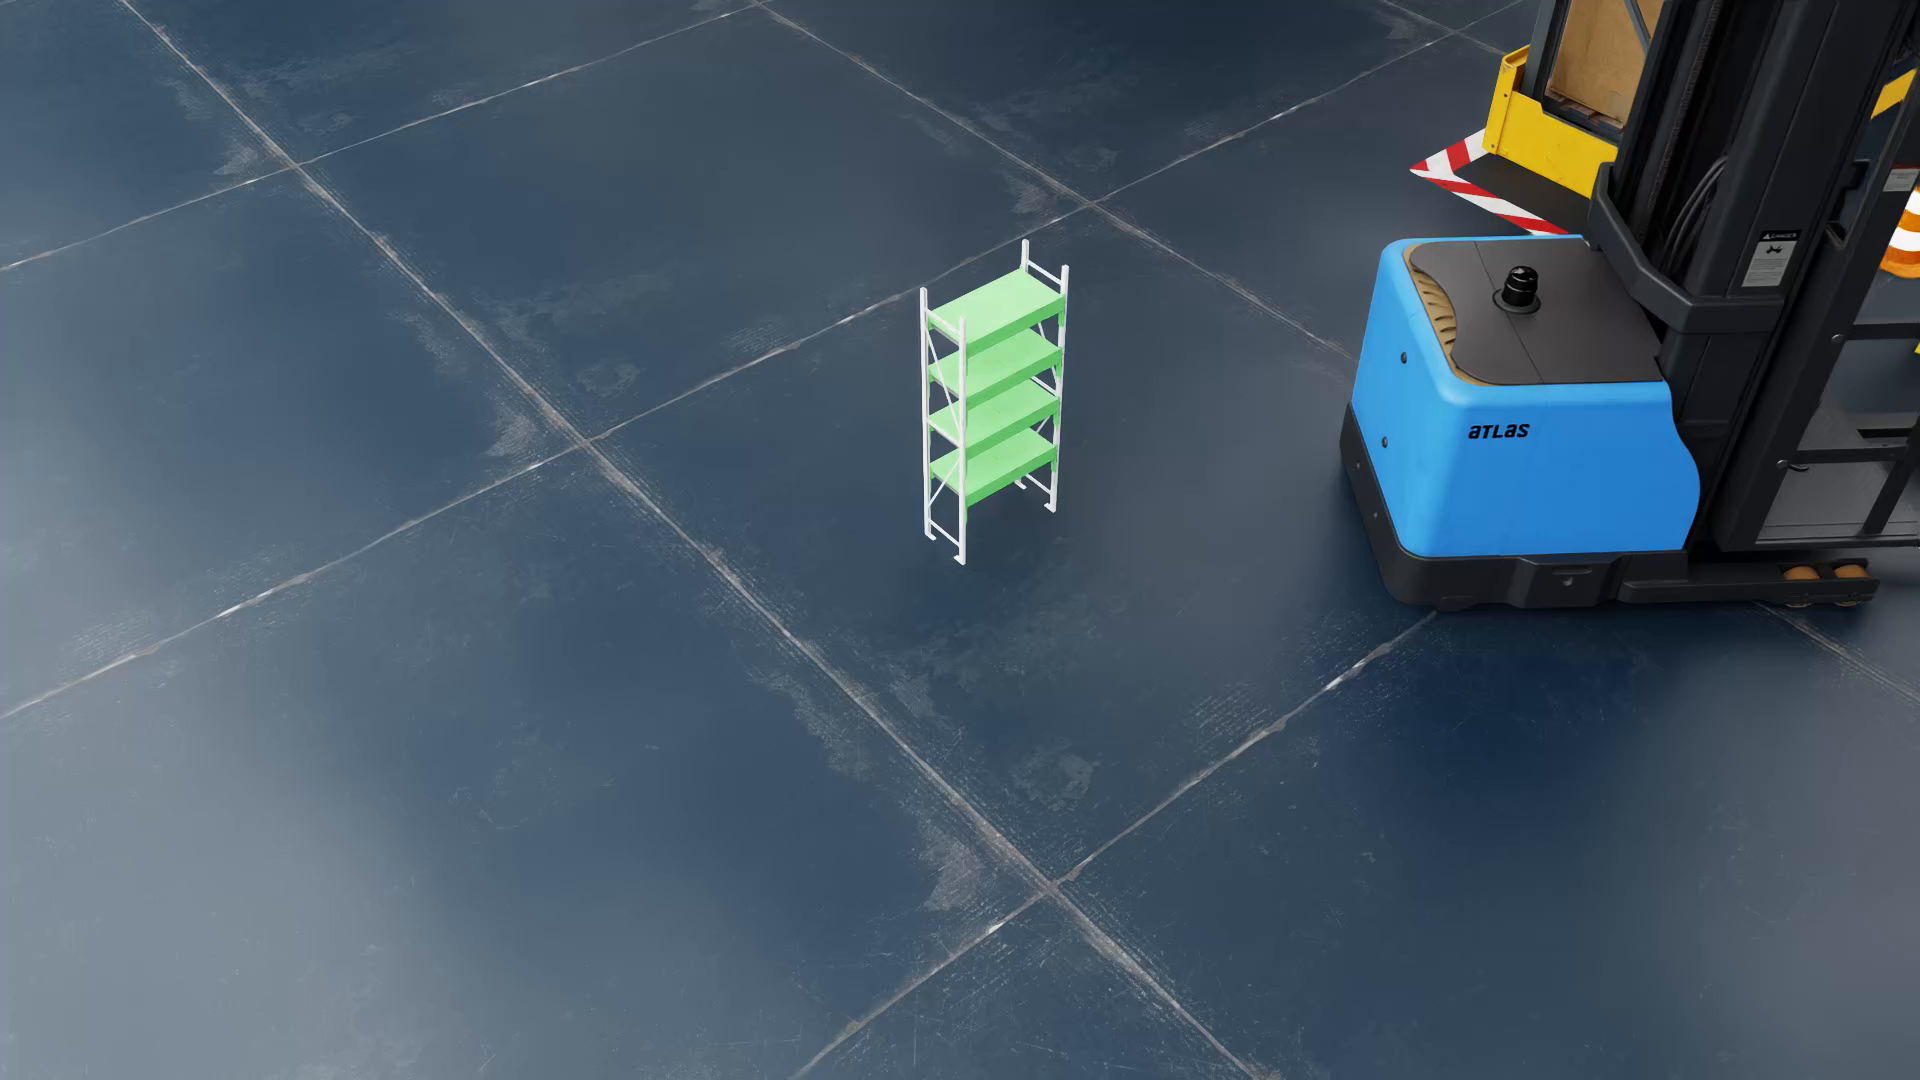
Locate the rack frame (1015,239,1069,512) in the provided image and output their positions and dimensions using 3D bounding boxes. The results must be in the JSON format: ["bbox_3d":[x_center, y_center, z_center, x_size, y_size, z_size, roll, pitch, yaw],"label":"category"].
[{"bbox_3d":[0.314,-0.617,6.531,0.015,1.200,0.240,-30,51,-28],"label":"rack frame"}]

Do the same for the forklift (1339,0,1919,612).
[{"bbox_3d":[3.144,-1.168,5.853,3.031,2.935,1.130,-2,43,-2],"label":"forklift"}]

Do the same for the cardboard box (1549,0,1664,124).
[{"bbox_3d":[3.809,-2.725,8.706,0.875,0.875,0.875,-29,51,-28],"label":"cardboard box"}]

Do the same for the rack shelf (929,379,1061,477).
[{"bbox_3d":[0.127,-0.463,6.460,0.480,0.148,0.258,-30,51,-28],"label":"rack shelf"}]

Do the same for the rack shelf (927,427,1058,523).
[{"bbox_3d":[0.127,-0.289,6.625,0.480,0.148,0.258,-30,51,-28],"label":"rack shelf"}]

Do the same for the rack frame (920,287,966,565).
[{"bbox_3d":[-0.060,-0.403,6.303,0.015,1.200,0.240,-30,51,-28],"label":"rack frame"}]

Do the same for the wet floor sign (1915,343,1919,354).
[{"bbox_3d":[4.580,-1.103,7.453,0.267,0.644,0.232,30,51,28],"label":"wet floor sign"}]

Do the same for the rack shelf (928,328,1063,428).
[{"bbox_3d":[0.127,-0.638,6.296,0.480,0.148,0.258,-30,51,-28],"label":"rack shelf"}]

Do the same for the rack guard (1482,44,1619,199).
[{"bbox_3d":[3.313,-2.092,8.612,0.348,0.500,1.175,-30,51,-28],"label":"rack guard"}]

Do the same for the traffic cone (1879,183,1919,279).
[{"bbox_3d":[4.650,-1.577,8.091,0.334,0.463,0.336,-30,51,-28],"label":"traffic cone"}]

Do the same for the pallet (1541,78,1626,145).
[{"bbox_3d":[3.895,-2.389,9.140,1.213,0.211,1.003,-30,51,-28],"label":"pallet"}]

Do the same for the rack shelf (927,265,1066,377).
[{"bbox_3d":[0.127,-0.813,6.132,0.480,0.148,0.258,-30,51,-28],"label":"rack shelf"}]

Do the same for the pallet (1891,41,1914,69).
[{"bbox_3d":[4.830,-2.923,9.708,1.213,0.211,1.003,-30,51,-28],"label":"pallet"}]

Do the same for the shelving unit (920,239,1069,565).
[{"bbox_3d":[0.127,-0.510,6.417,0.503,1.200,0.258,-30,51,-28],"label":"shelving unit"}]

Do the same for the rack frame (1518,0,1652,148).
[{"bbox_3d":[3.332,-3.014,7.768,0.127,3.000,1.000,-30,51,-28],"label":"rack frame"}]
